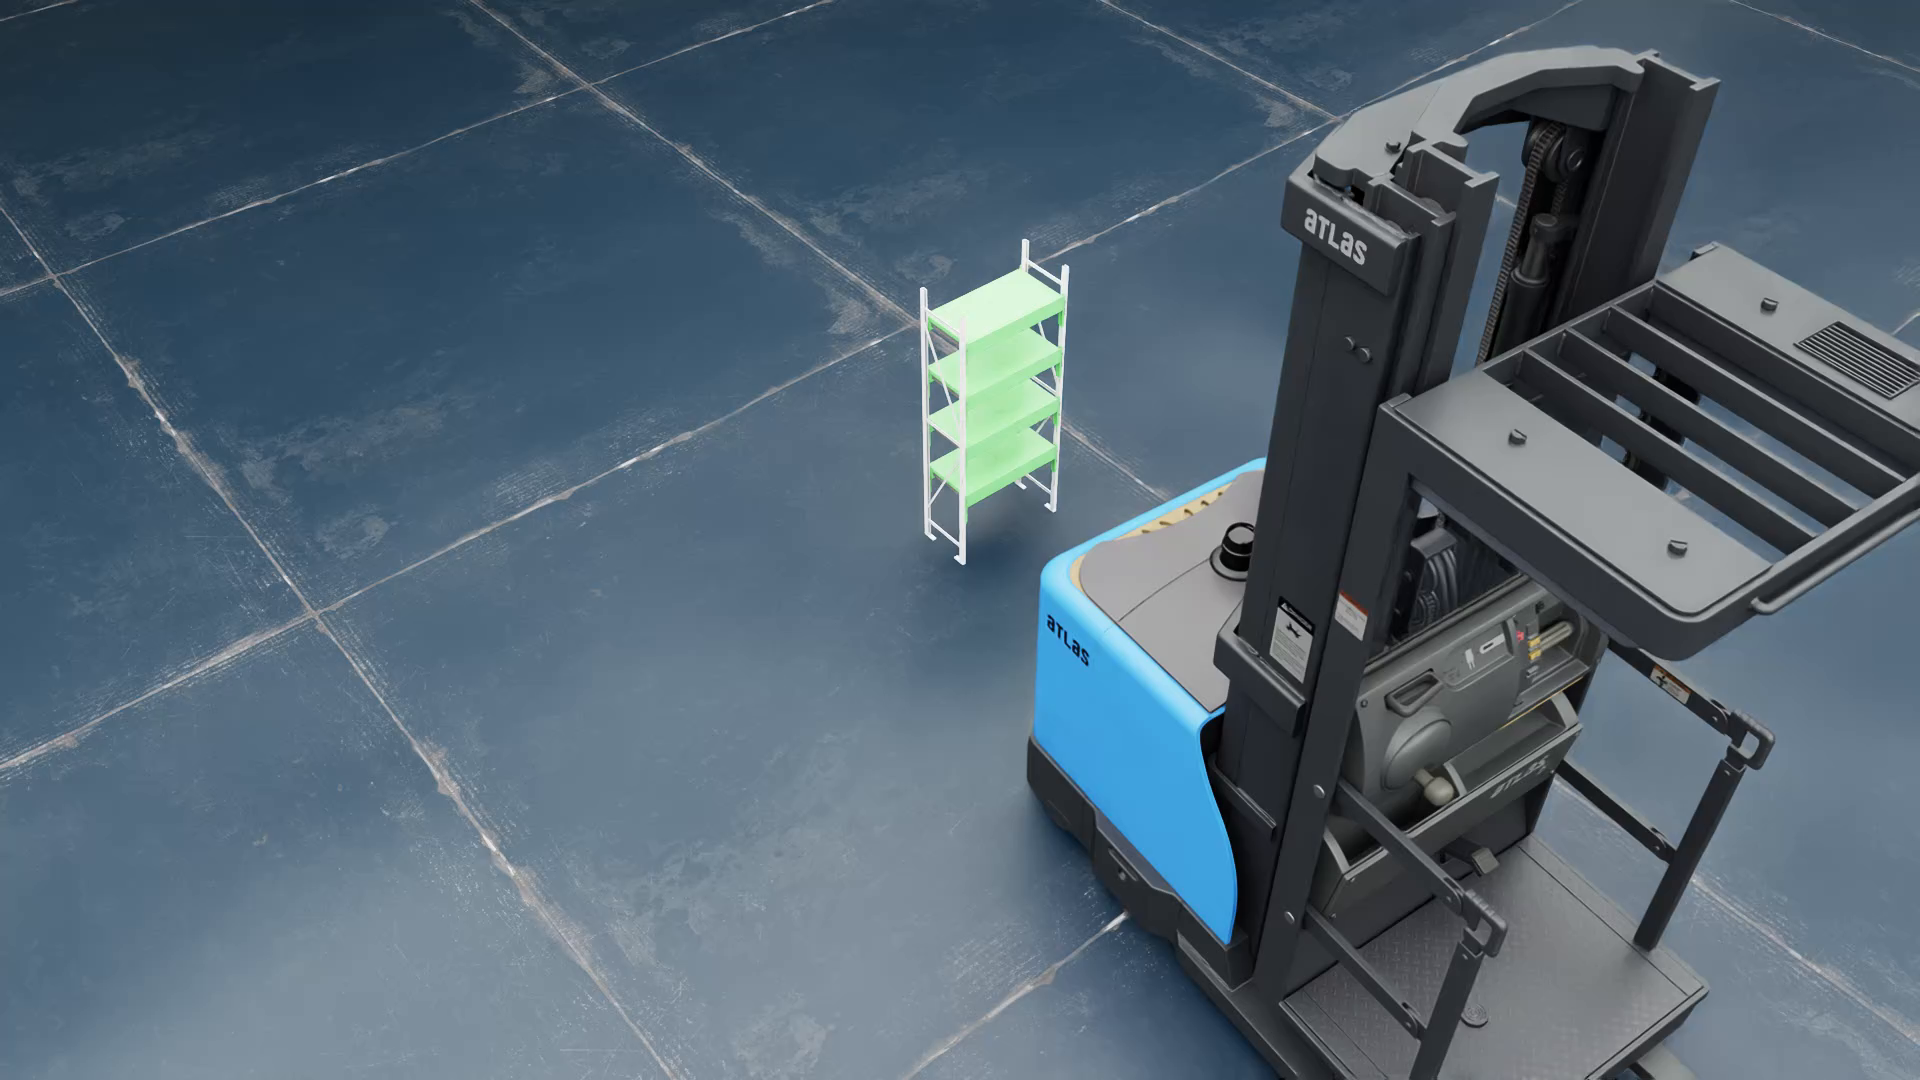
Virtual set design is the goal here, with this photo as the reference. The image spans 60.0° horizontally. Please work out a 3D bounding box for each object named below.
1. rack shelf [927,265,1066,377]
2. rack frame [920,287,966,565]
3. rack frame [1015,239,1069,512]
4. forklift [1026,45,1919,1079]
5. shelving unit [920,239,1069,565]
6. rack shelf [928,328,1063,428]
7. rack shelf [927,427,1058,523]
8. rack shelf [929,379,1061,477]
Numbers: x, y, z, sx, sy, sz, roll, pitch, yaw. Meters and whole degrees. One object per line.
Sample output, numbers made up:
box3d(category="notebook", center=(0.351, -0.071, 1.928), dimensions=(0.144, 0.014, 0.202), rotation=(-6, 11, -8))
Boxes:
box3d(category="rack shelf", center=(0.127, -0.813, 6.132), dimensions=(0.480, 0.148, 0.258), rotation=(-30, 51, -28))
box3d(category="rack frame", center=(-0.060, -0.403, 6.303), dimensions=(0.015, 1.200, 0.240), rotation=(-30, 51, -28))
box3d(category="rack frame", center=(0.314, -0.617, 6.531), dimensions=(0.015, 1.200, 0.240), rotation=(-30, 51, -28))
box3d(category="forklift", center=(1.478, 0.435, 4.146), dimensions=(1.130, 2.935, 3.031), rotation=(-25, 49, -24))
box3d(category="shelving unit", center=(0.127, -0.510, 6.417), dimensions=(0.503, 1.200, 0.258), rotation=(-30, 51, -28))
box3d(category="rack shelf", center=(0.127, -0.638, 6.296), dimensions=(0.480, 0.148, 0.258), rotation=(-30, 51, -28))
box3d(category="rack shelf", center=(0.127, -0.289, 6.625), dimensions=(0.480, 0.148, 0.258), rotation=(-30, 51, -28))
box3d(category="rack shelf", center=(0.127, -0.463, 6.460), dimensions=(0.480, 0.148, 0.258), rotation=(-30, 51, -28))
